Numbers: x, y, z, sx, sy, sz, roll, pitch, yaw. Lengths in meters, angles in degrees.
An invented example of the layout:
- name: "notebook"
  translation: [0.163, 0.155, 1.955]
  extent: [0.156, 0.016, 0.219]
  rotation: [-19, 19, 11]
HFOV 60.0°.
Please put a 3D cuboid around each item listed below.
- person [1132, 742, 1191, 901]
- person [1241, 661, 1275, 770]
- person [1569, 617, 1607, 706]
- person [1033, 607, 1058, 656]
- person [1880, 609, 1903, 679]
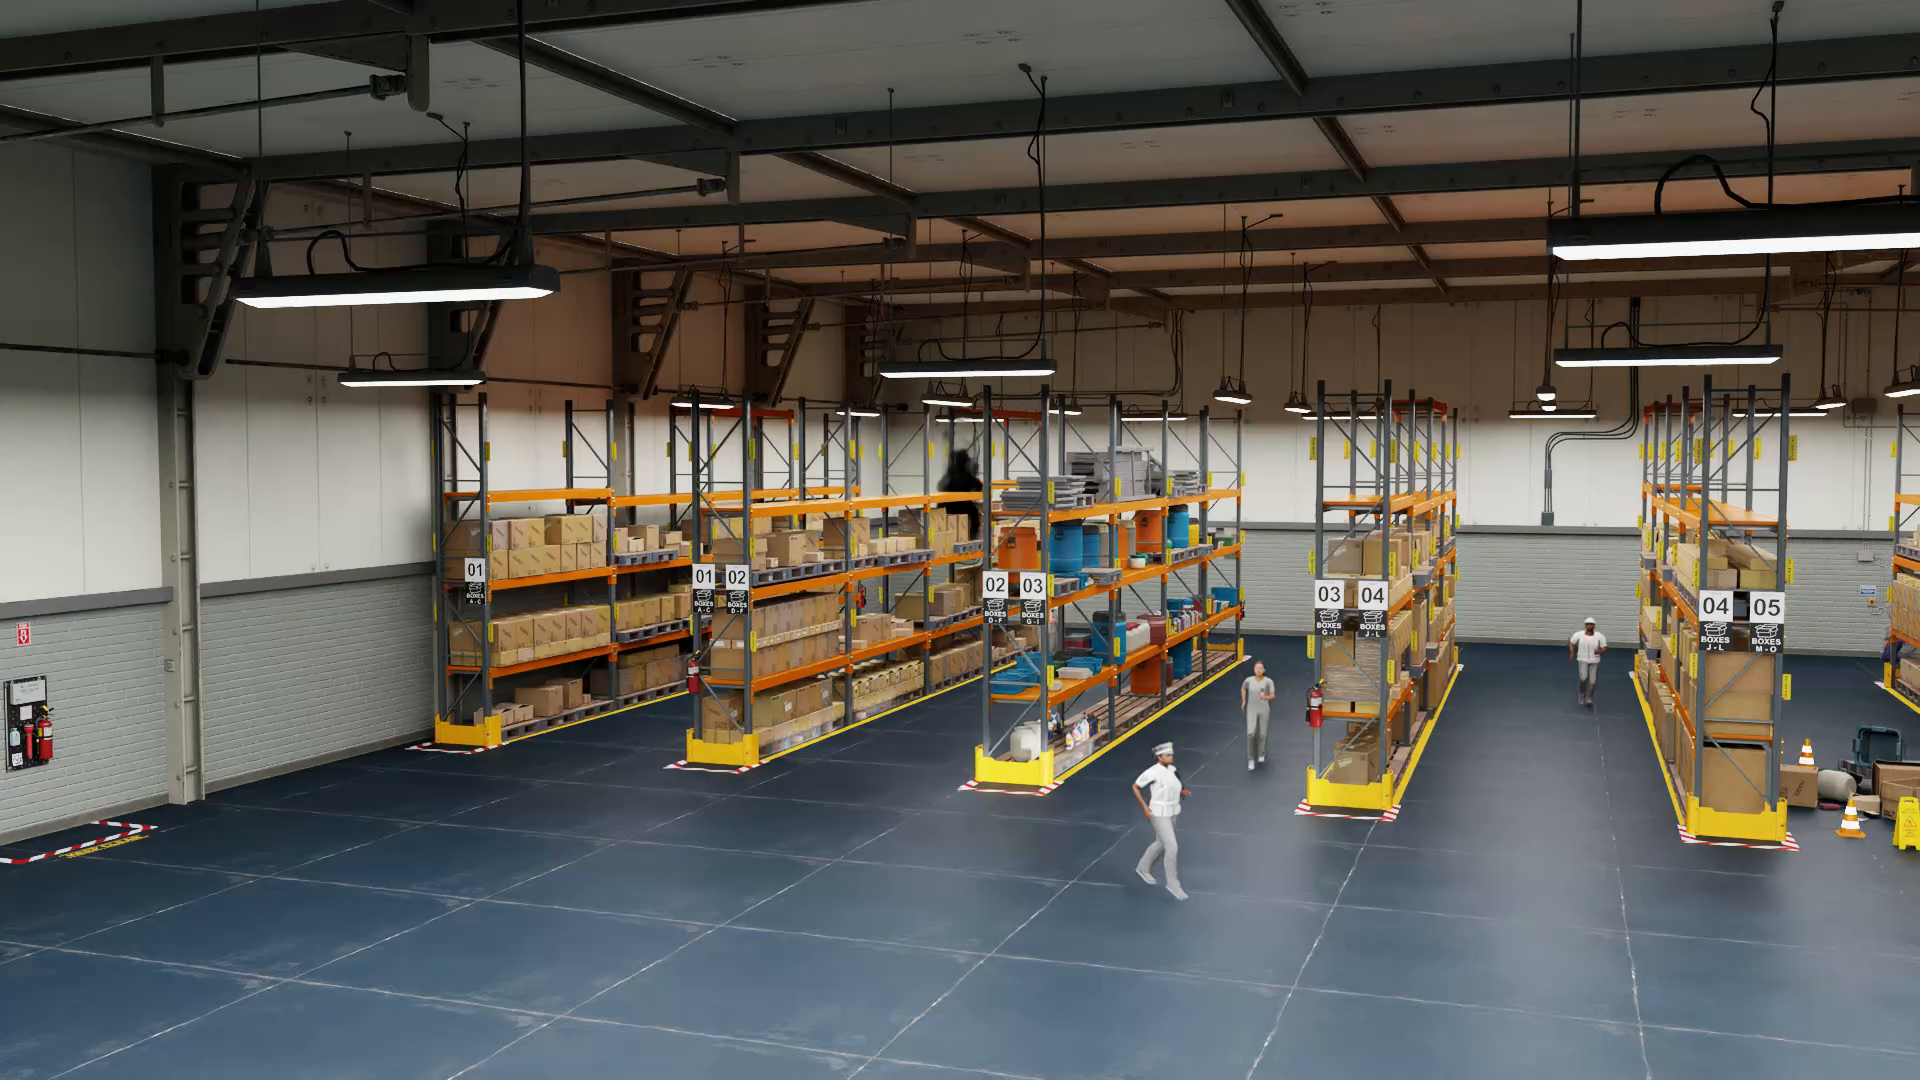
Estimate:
- name: "person"
  translation: [2.294, 3.146, 18.814]
  extent: [0.807, 1.736, 0.554]
  rotation: [3, 4, 42]
- name: "person"
  translation: [4.716, 2.765, 26.331]
  extent: [0.533, 1.725, 0.745]
  rotation: [1, 3, 11]
- name: "person"
  translation: [12.302, 2.388, 32.550]
  extent: [0.685, 1.738, 0.665]
  rotation: [1, 3, 16]
- name: "person"
  translation: [1.847, 1.989, 35.244]
  extent: [0.627, 1.886, 0.805]
  rotation: [0, 3, 7]
- name: "person"
  translation: [20.495, 2.273, 36.400]
  extent: [0.620, 1.605, 0.697]
  rotation: [2, 4, 35]
